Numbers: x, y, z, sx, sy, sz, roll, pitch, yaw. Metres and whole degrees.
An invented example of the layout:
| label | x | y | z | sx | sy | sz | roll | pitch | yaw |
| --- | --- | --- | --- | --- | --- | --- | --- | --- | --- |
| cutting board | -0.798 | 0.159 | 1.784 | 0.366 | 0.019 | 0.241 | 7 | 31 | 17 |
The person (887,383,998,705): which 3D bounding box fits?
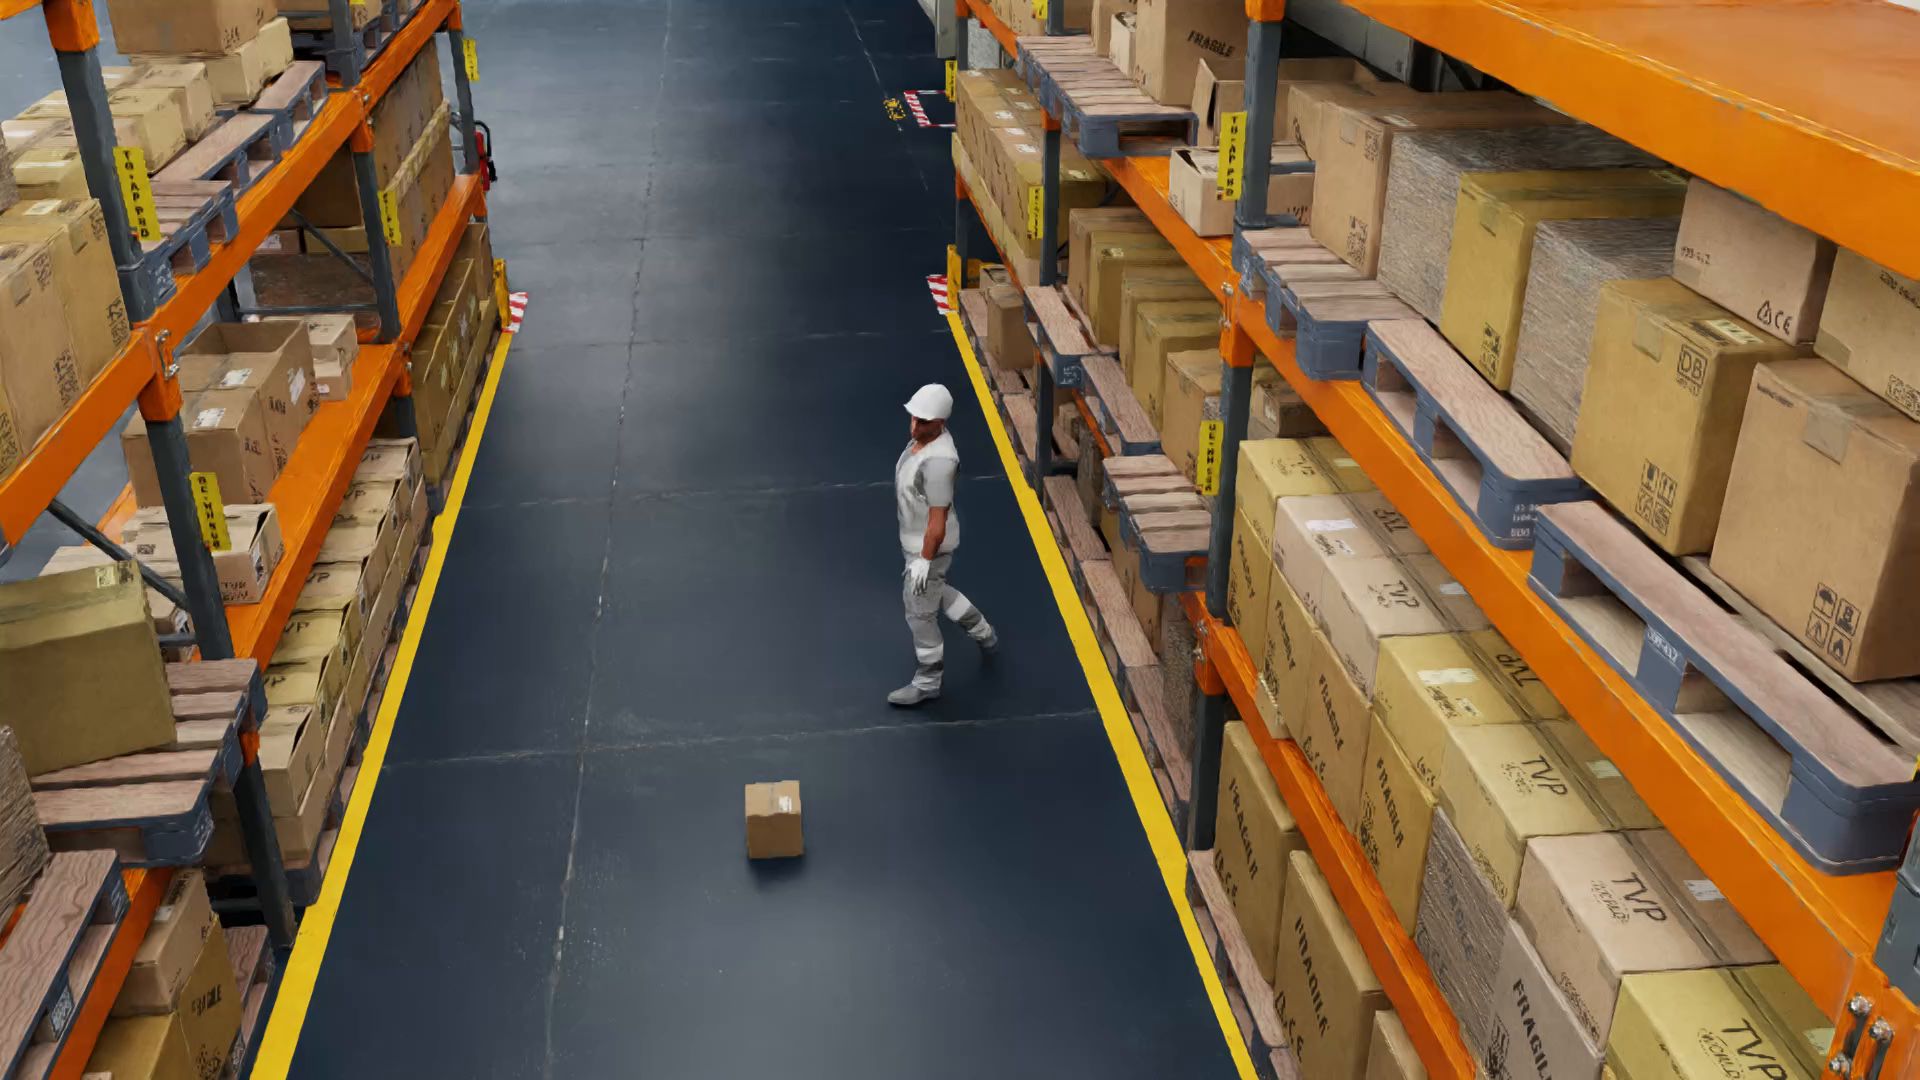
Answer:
| label | x | y | z | sx | sy | sz | roll | pitch | yaw |
| --- | --- | --- | --- | --- | --- | --- | --- | --- | --- |
| person | -0.092 | -0.017 | 8.628 | 0.625 | 1.787 | 0.737 | -2 | 27 | -5 |
